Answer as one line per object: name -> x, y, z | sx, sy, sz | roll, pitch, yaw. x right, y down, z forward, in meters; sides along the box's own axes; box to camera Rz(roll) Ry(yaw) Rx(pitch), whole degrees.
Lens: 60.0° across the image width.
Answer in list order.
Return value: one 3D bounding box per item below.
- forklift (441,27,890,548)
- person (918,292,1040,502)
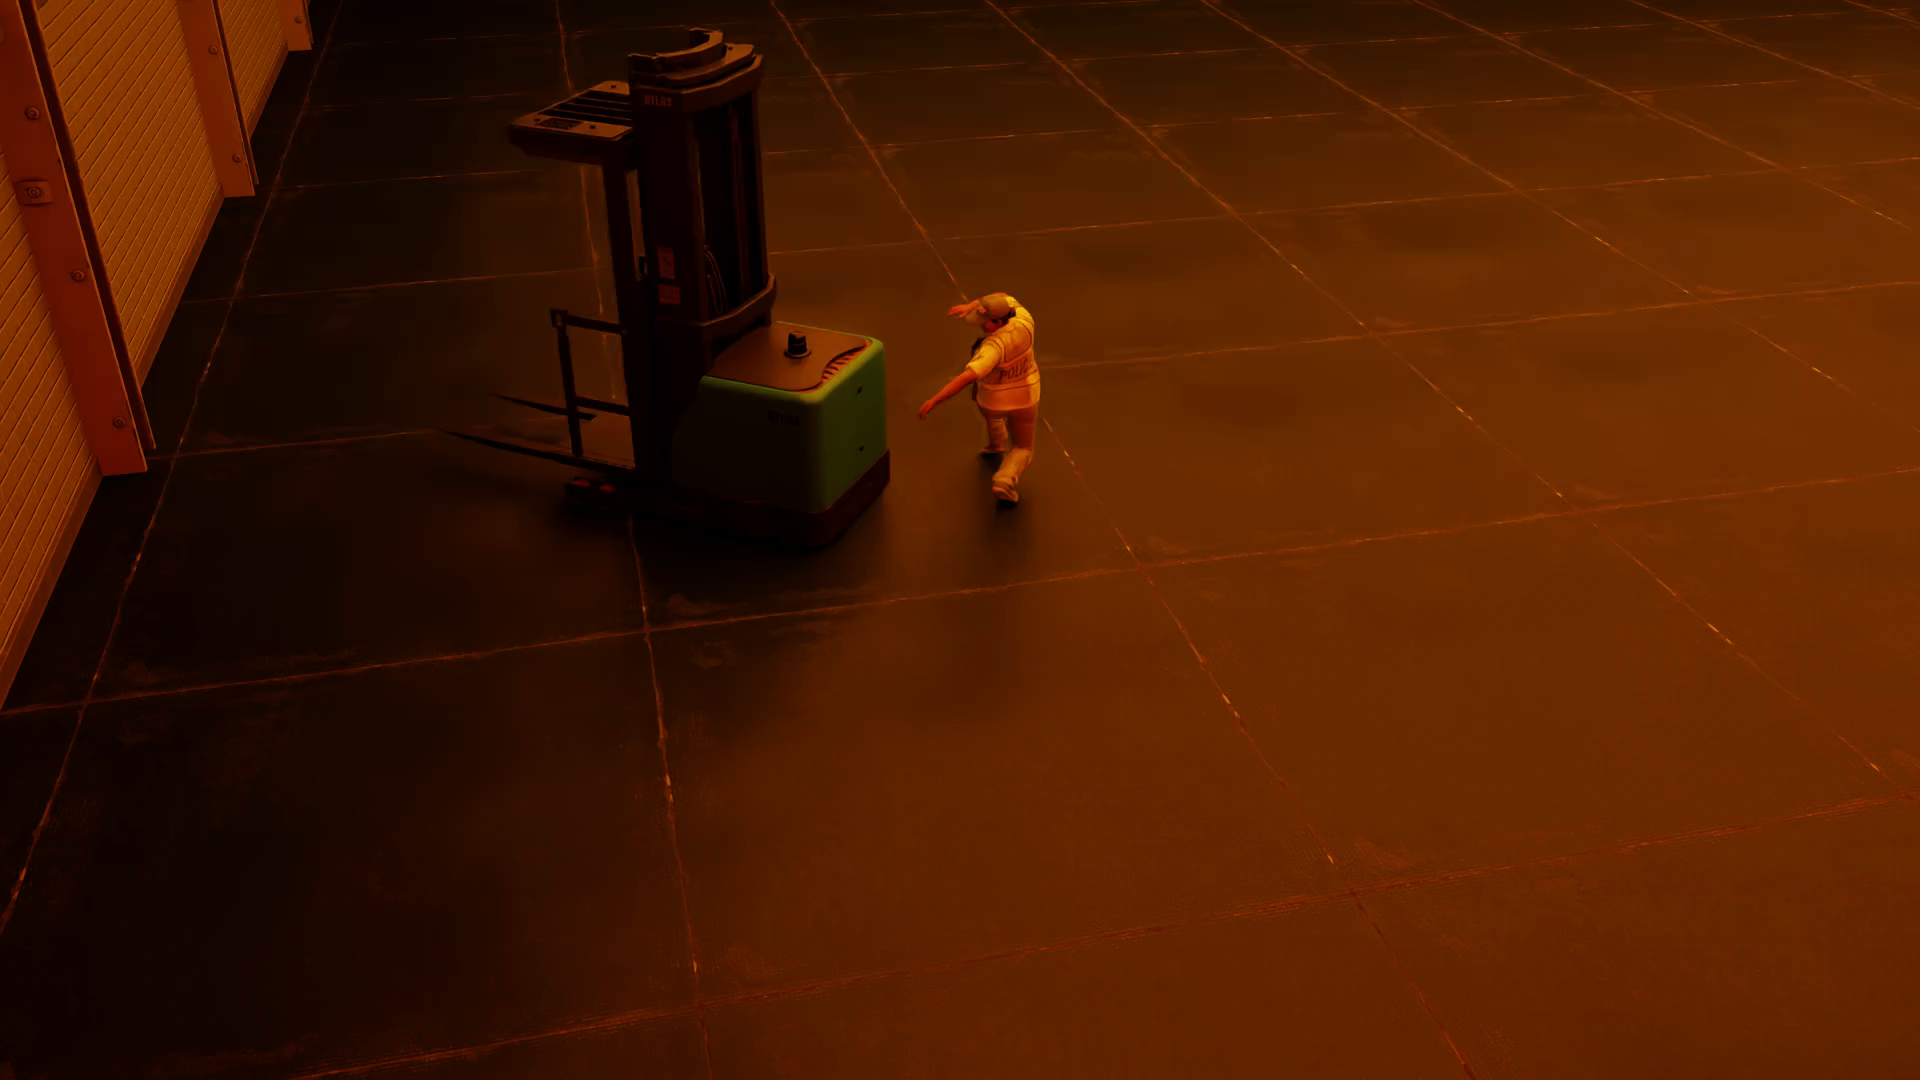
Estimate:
forklift -> -2.030, -1.690, 10.494 | 3.031, 2.935, 1.130 | 12, 32, 20
person -> 0.101, -0.979, 10.829 | 0.852, 1.387, 0.950 | -5, 30, -8
